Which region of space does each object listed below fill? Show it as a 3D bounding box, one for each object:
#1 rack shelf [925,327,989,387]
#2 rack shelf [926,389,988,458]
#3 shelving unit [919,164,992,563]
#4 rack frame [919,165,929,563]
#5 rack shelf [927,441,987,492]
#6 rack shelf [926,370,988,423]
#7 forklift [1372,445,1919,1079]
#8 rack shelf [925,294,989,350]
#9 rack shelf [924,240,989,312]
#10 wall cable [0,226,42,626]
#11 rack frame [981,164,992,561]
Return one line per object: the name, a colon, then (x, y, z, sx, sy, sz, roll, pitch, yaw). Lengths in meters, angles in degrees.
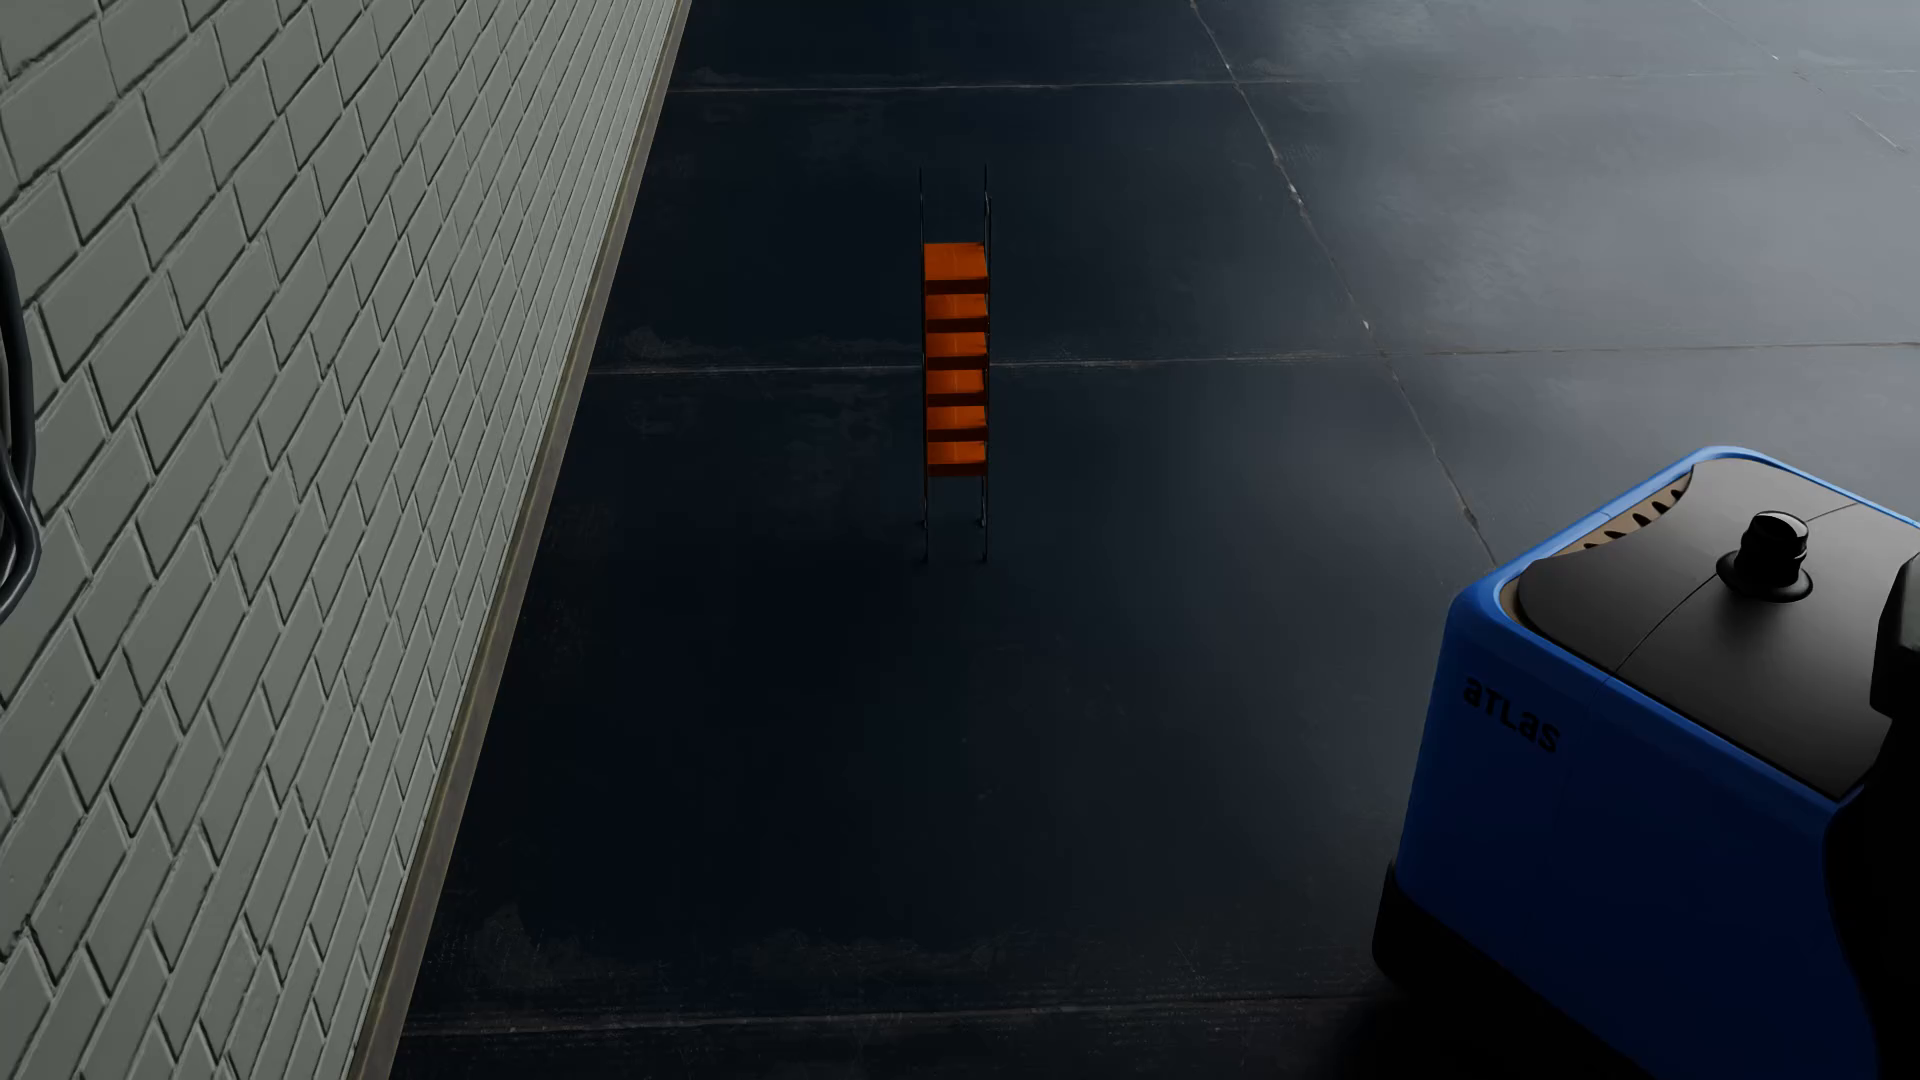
rack shelf: (-0.014, -0.555, 4.865, 0.180, 0.103, 0.258, -2, 35, -2)
rack shelf: (-0.014, -0.358, 5.002, 0.180, 0.103, 0.258, -2, 35, -2)
shelving unit: (-0.014, -0.493, 4.908, 0.189, 1.200, 0.258, -2, 35, -2)
rack frame: (-0.106, -0.491, 4.904, 0.006, 1.200, 0.240, -2, 35, -2)
rack shelf: (-0.014, -0.259, 5.070, 0.180, 0.103, 0.258, -2, 35, -2)
rack shelf: (-0.014, -0.456, 4.933, 0.180, 0.103, 0.258, -2, 35, -2)
forklift: (2.249, 0.268, 2.287, 1.130, 2.935, 3.031, -25, 42, -31)
rack shelf: (-0.014, -0.654, 4.797, 0.180, 0.103, 0.258, -2, 35, -2)
rack shelf: (-0.014, -0.752, 4.728, 0.180, 0.103, 0.258, -2, 35, -2)
wall cable: (-1.115, -0.200, 0.360, 0.112, 2.526, 3.097, -2, 35, -2)
rack frame: (0.077, -0.495, 4.912, 0.006, 1.200, 0.240, -2, 35, -2)
